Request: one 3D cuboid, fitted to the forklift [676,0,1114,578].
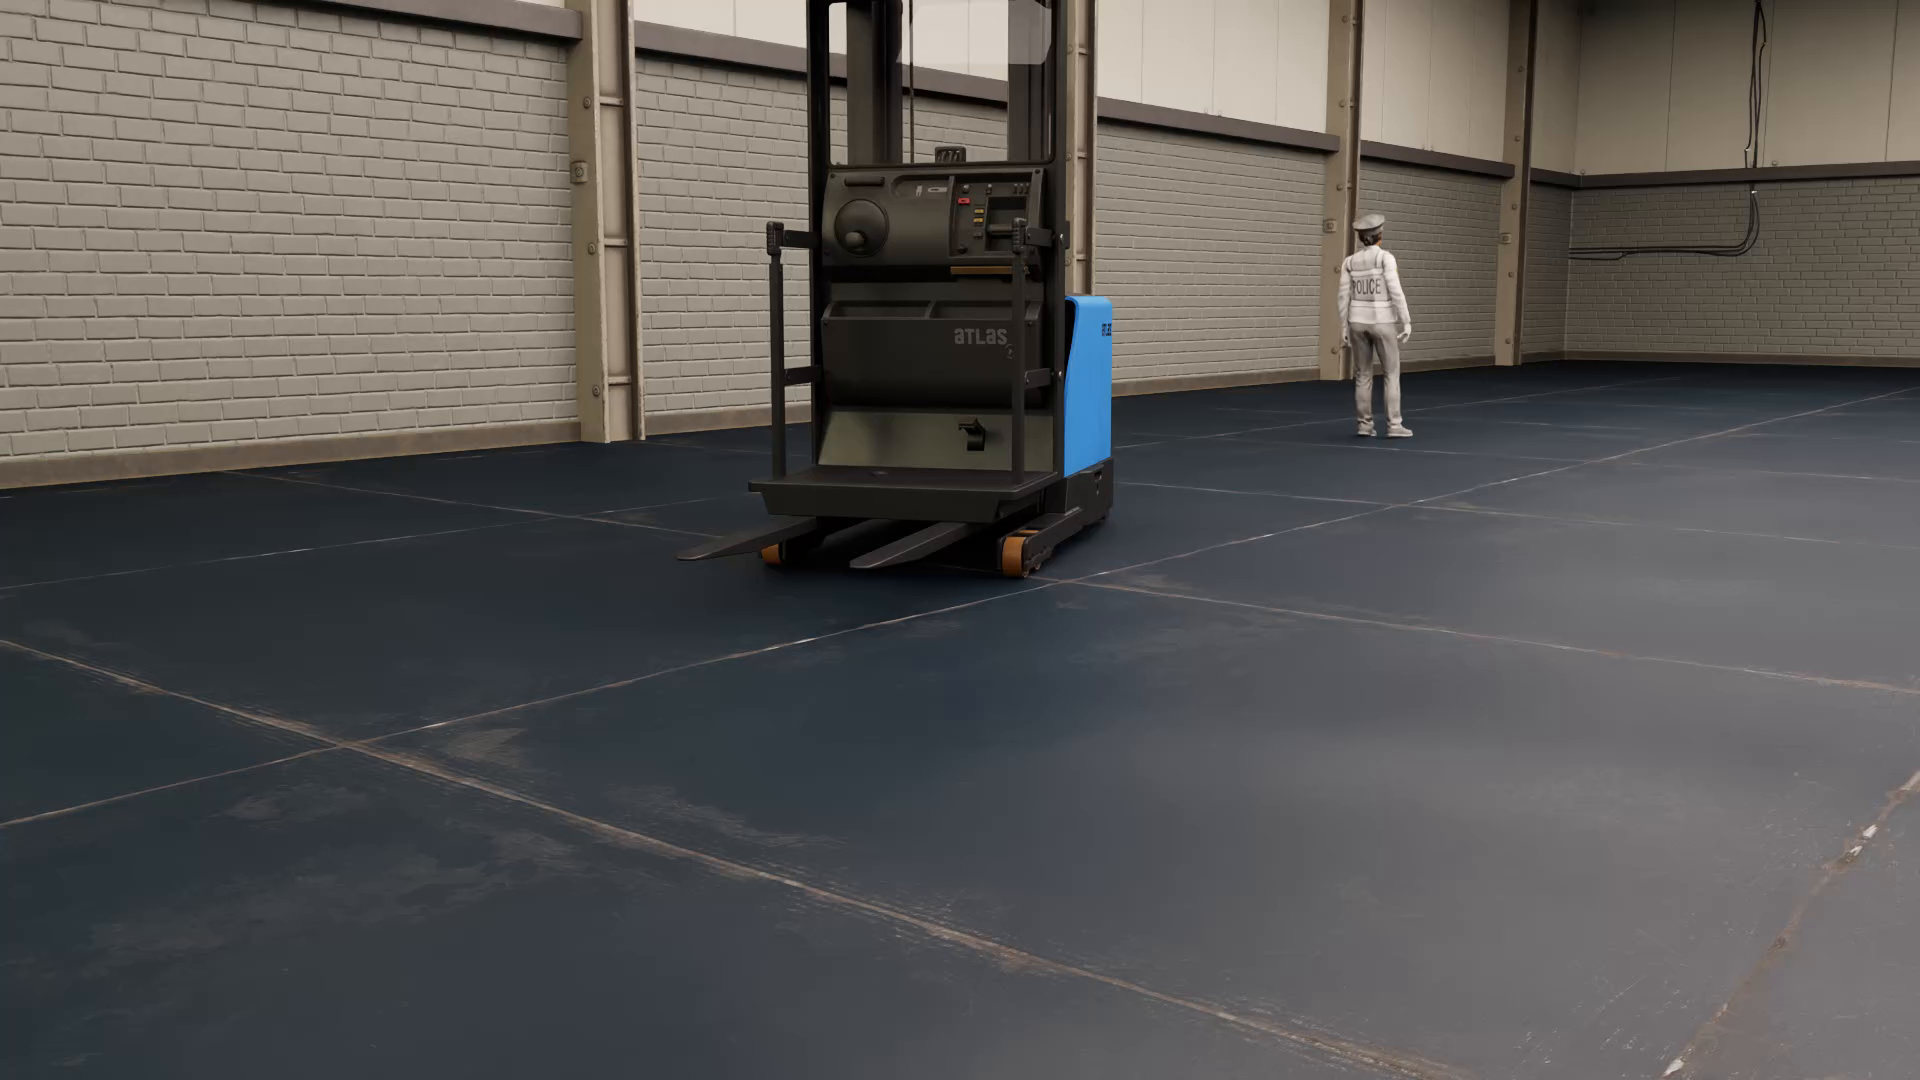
[{"bbox_3d":[-0.176,-1.366,6.616,1.130,2.935,3.031,3,9,17],"label":"forklift"}]

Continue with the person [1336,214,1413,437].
[{"bbox_3d":[3.187,-1.630,12.733,0.571,1.708,0.467,7,11,41],"label":"person"}]
